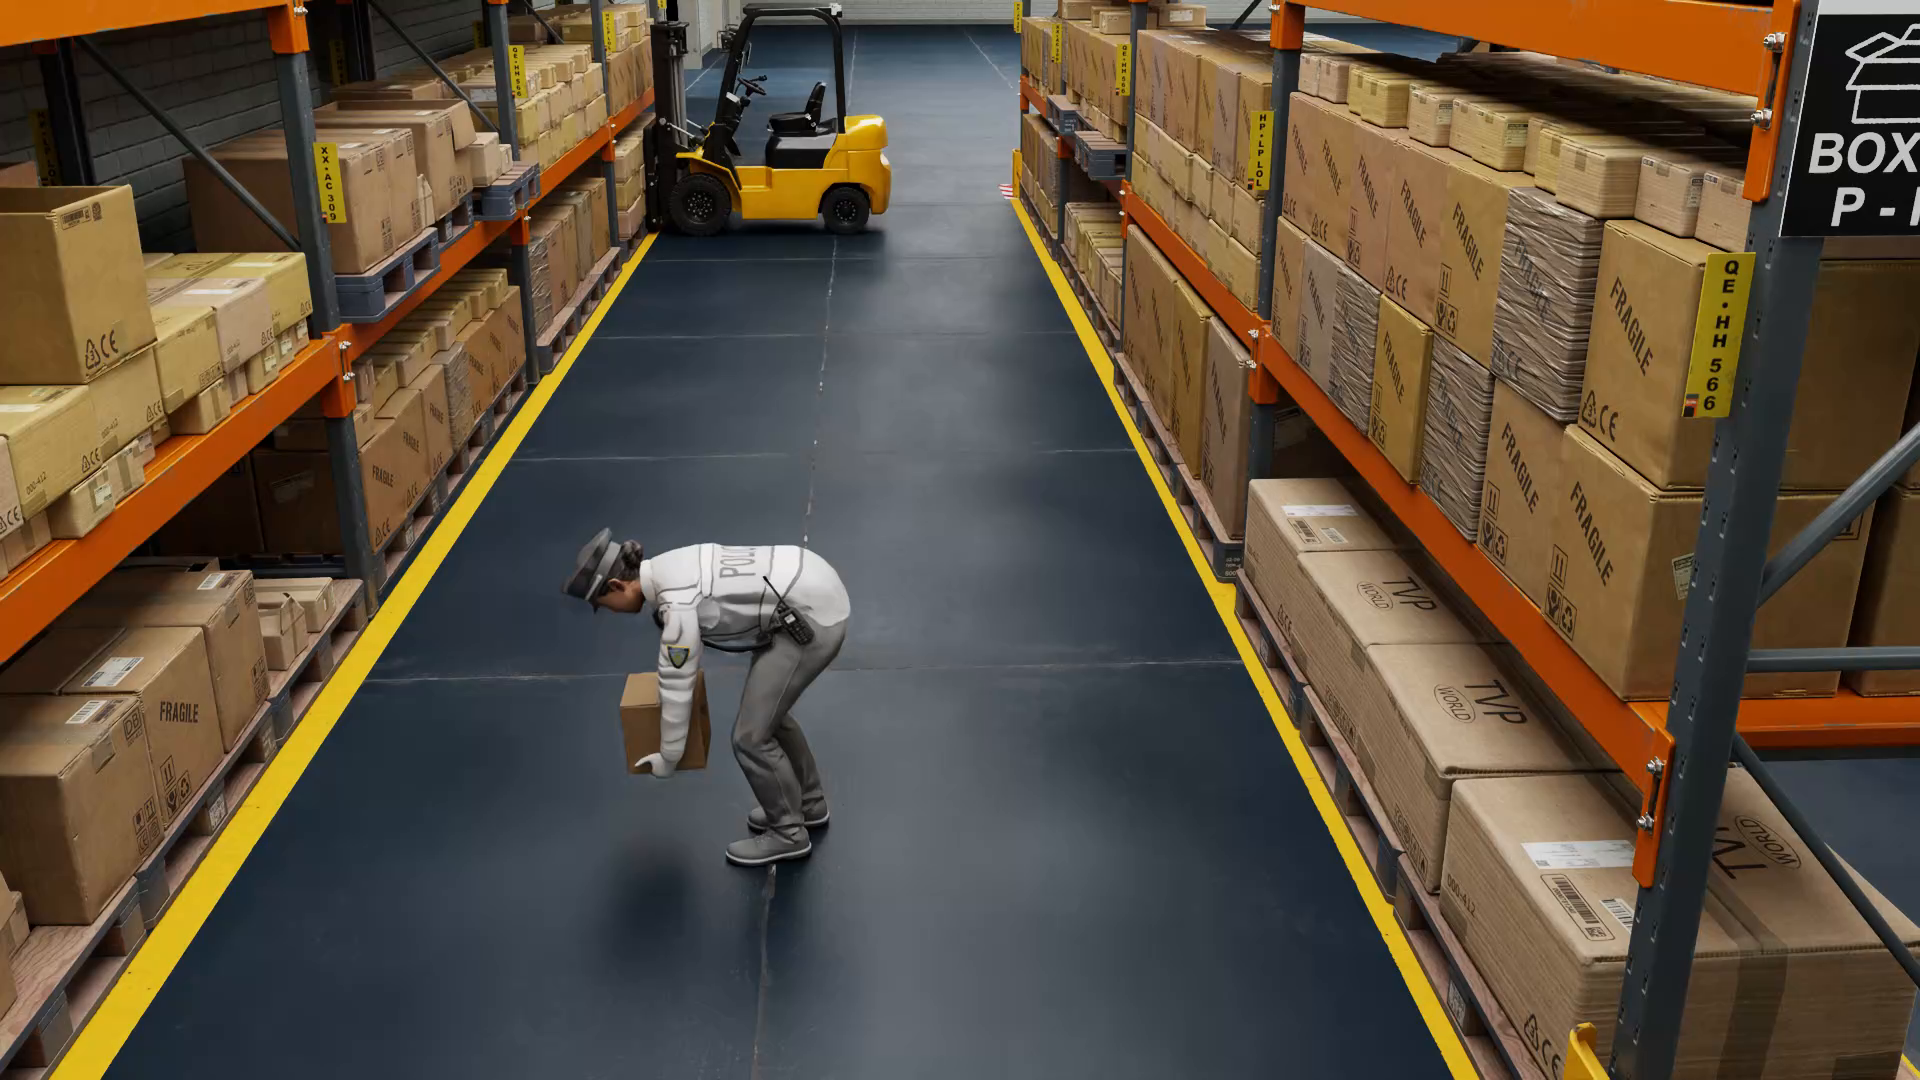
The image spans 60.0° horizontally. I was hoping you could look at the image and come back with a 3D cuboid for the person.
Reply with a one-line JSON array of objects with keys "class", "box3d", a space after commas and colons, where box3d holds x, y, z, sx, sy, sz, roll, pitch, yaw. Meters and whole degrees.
[{"class": "person", "box3d": [-0.815, 0.501, 5.477, 0.923, 1.151, 0.408, -2, 21, -5]}]
